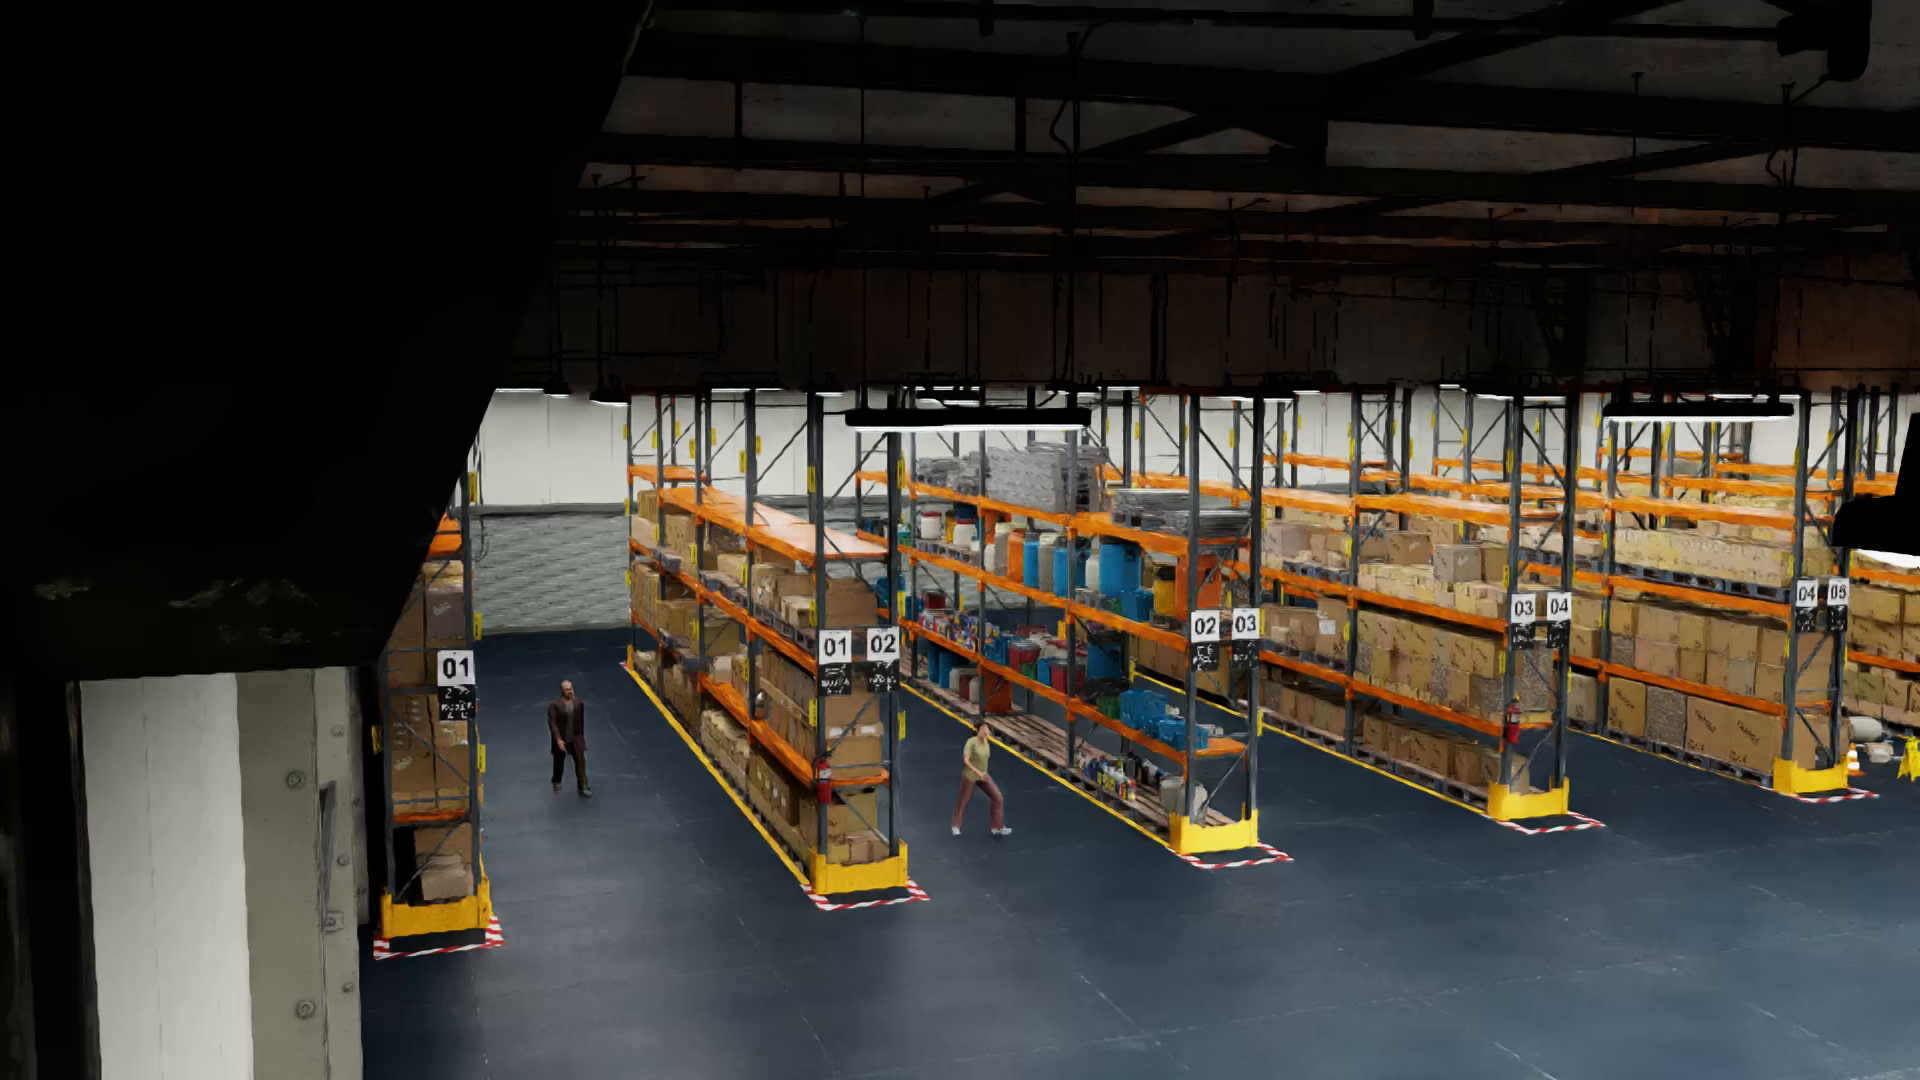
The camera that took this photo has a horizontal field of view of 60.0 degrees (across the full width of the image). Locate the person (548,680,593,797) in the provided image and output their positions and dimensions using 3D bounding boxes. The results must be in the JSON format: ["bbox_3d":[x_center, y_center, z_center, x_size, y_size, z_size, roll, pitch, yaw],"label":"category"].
[{"bbox_3d":[-5.808,2.923,24.604,0.580,1.715,1.104,-3,7,-27],"label":"person"}]

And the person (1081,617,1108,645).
[{"bbox_3d":[2.758,2.039,34.239,0.566,1.541,0.519,-2,6,-20],"label":"person"}]

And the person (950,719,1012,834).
[{"bbox_3d":[0.235,3.199,22.531,0.612,1.610,0.790,-5,8,-39],"label":"person"}]
